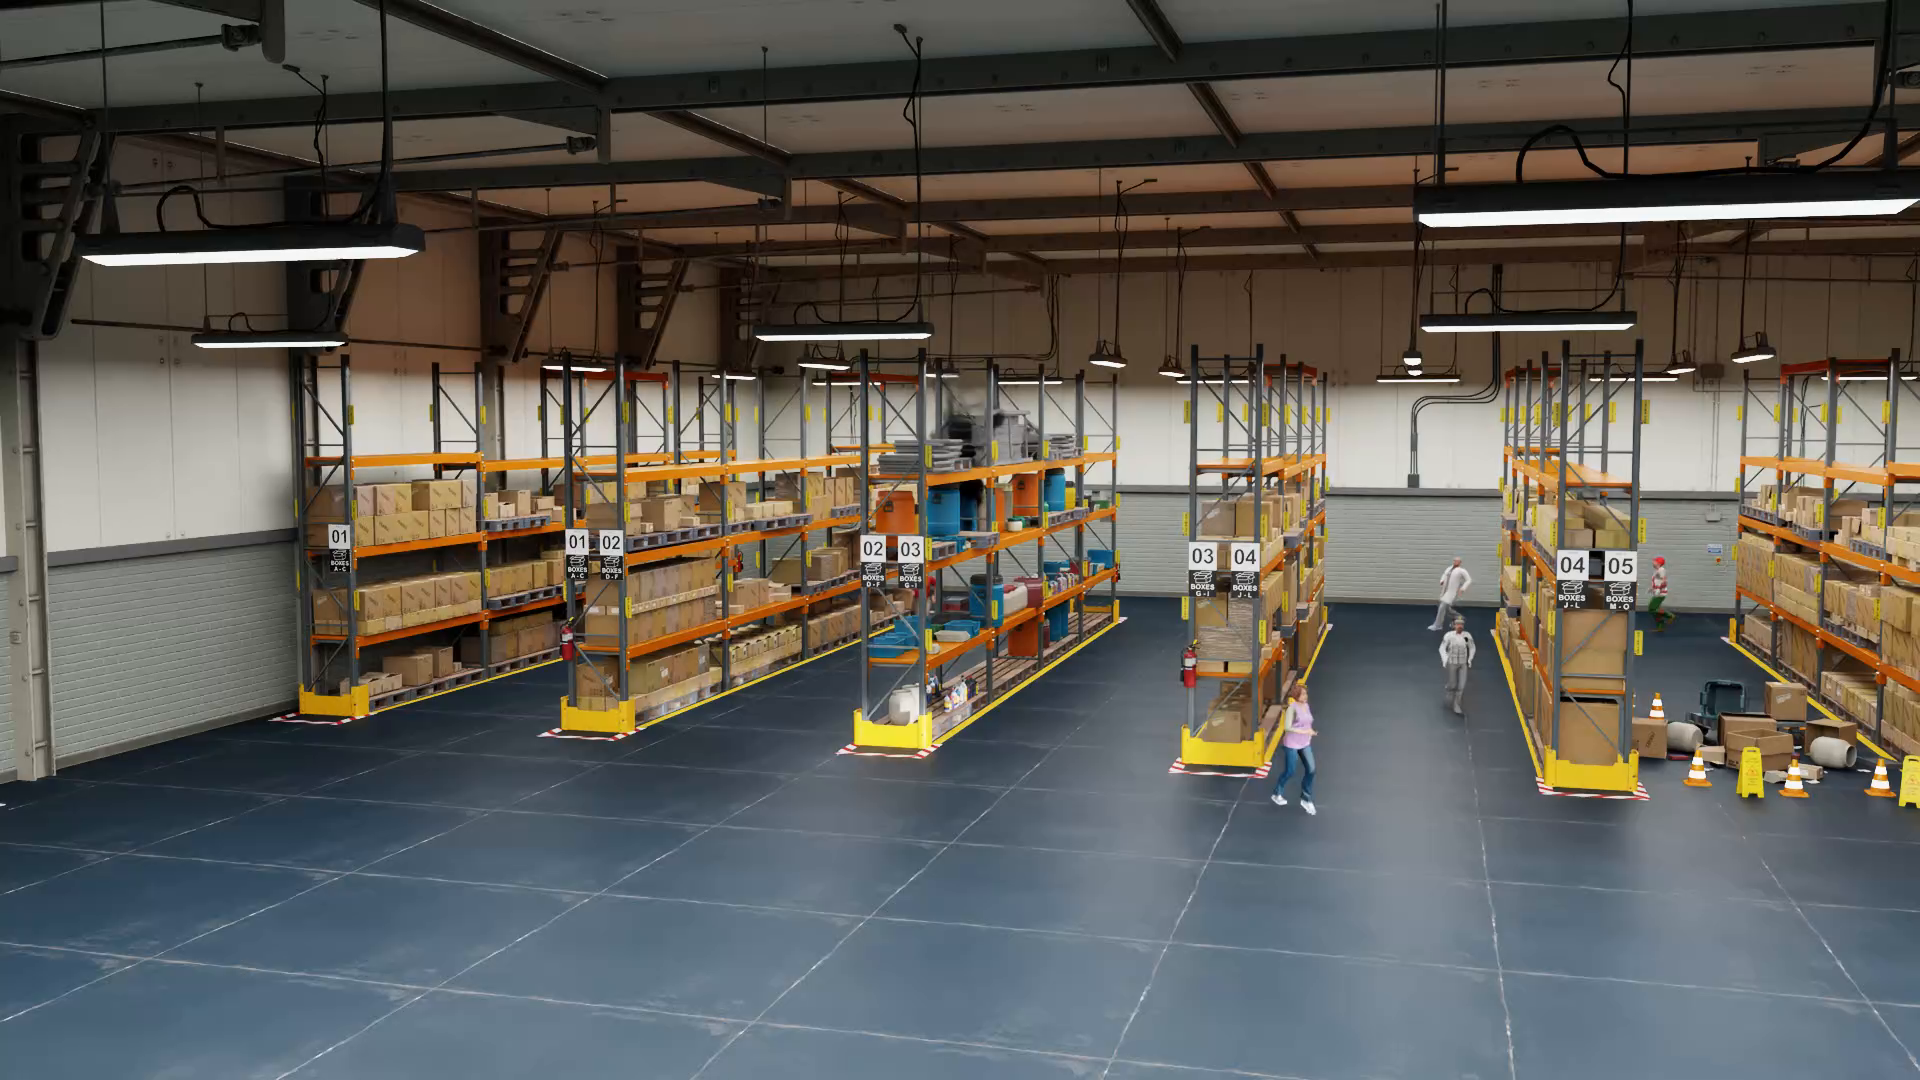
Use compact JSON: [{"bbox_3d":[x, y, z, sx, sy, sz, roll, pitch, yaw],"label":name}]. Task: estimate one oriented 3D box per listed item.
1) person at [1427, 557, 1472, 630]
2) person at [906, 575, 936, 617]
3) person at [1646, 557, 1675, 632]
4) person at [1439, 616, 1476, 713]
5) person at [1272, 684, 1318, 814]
[{"bbox_3d":[11.367,1.243,38.549,0.947,1.721,0.773,-1,4,-18],"label":"person"},{"bbox_3d":[-0.854,1.431,36.407,0.643,1.778,0.782,1,4,11],"label":"person"},{"bbox_3d":[16.152,1.267,38.328,0.668,1.751,0.679,2,5,28],"label":"person"},{"bbox_3d":[8.424,2.078,28.163,0.603,1.648,0.593,1,4,8],"label":"person"},{"bbox_3d":[4.256,2.641,20.990,0.559,1.662,0.707,-3,5,-37],"label":"person"}]
